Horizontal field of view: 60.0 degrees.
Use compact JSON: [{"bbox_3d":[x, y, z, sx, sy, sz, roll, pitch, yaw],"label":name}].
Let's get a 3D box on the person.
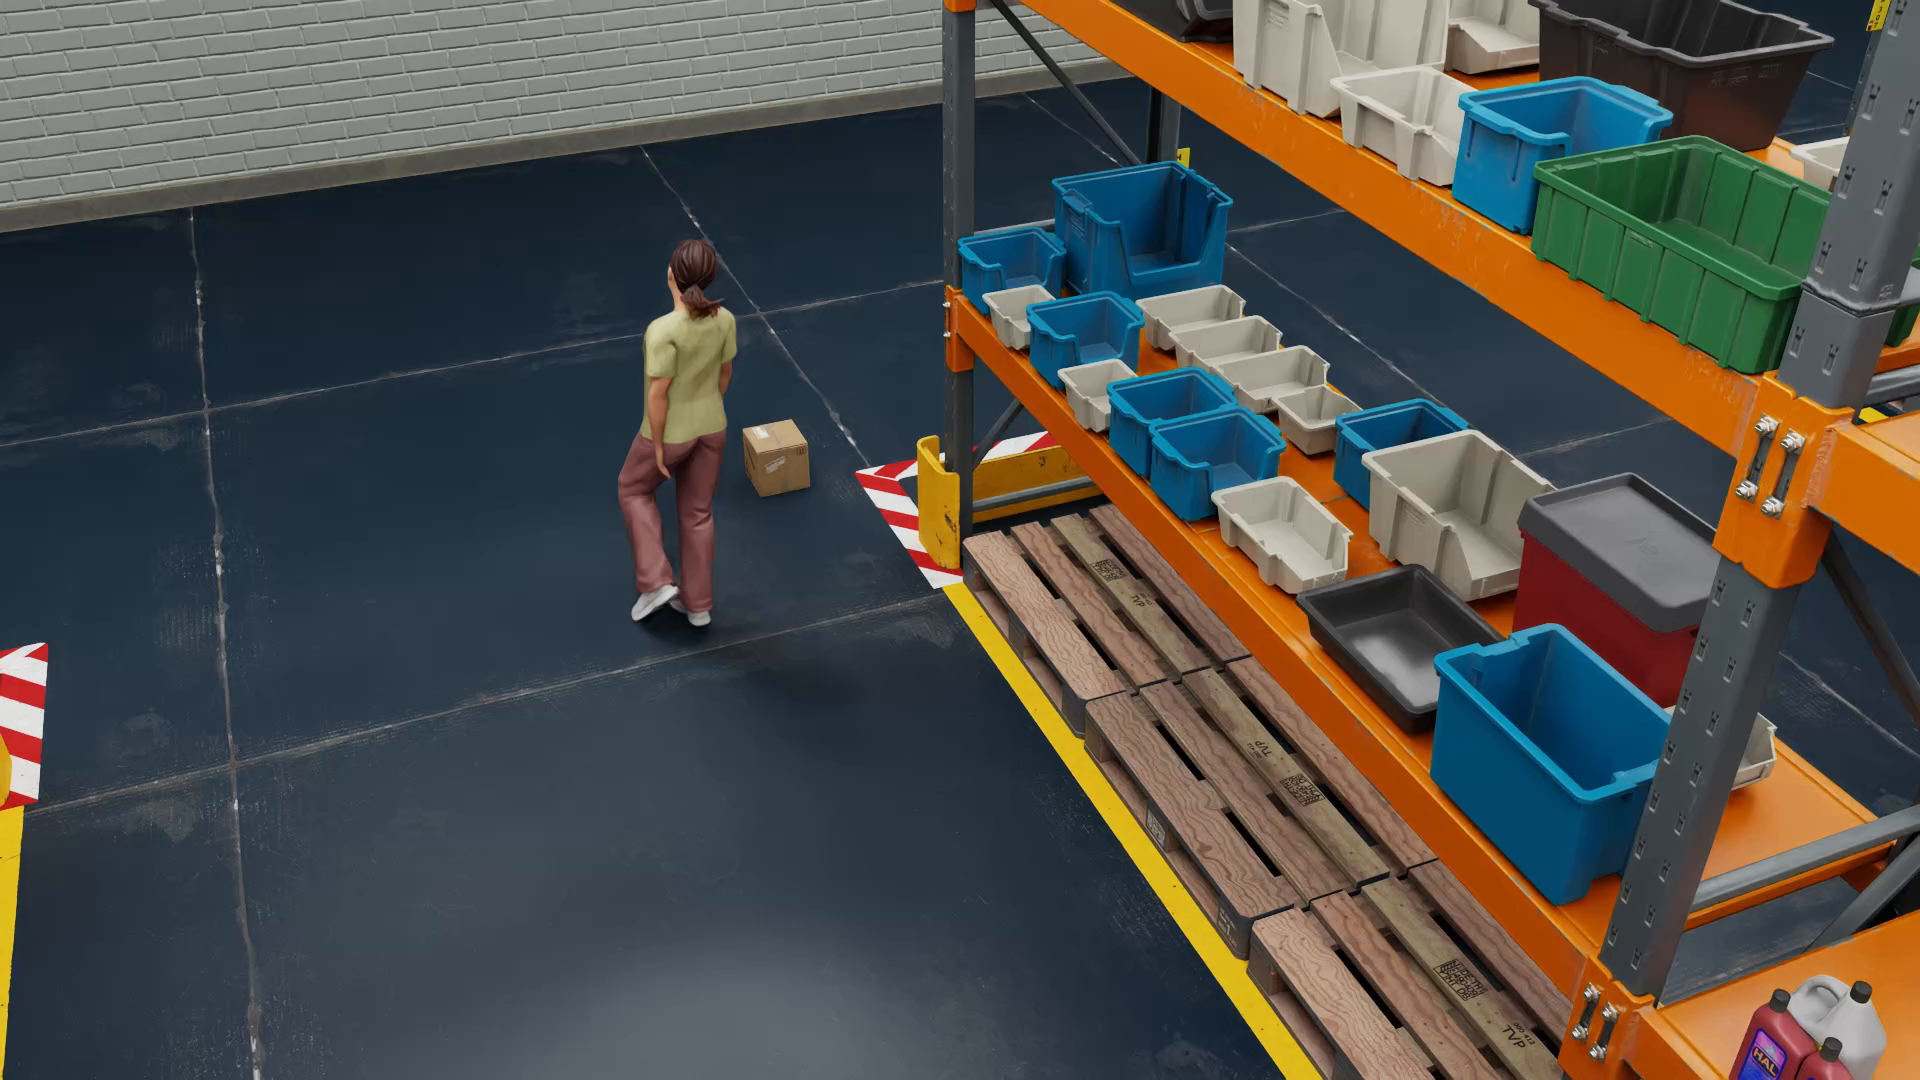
[{"bbox_3d":[-1.152,-0.420,6.786,0.558,1.679,0.457,-23,40,-31],"label":"person"}]
